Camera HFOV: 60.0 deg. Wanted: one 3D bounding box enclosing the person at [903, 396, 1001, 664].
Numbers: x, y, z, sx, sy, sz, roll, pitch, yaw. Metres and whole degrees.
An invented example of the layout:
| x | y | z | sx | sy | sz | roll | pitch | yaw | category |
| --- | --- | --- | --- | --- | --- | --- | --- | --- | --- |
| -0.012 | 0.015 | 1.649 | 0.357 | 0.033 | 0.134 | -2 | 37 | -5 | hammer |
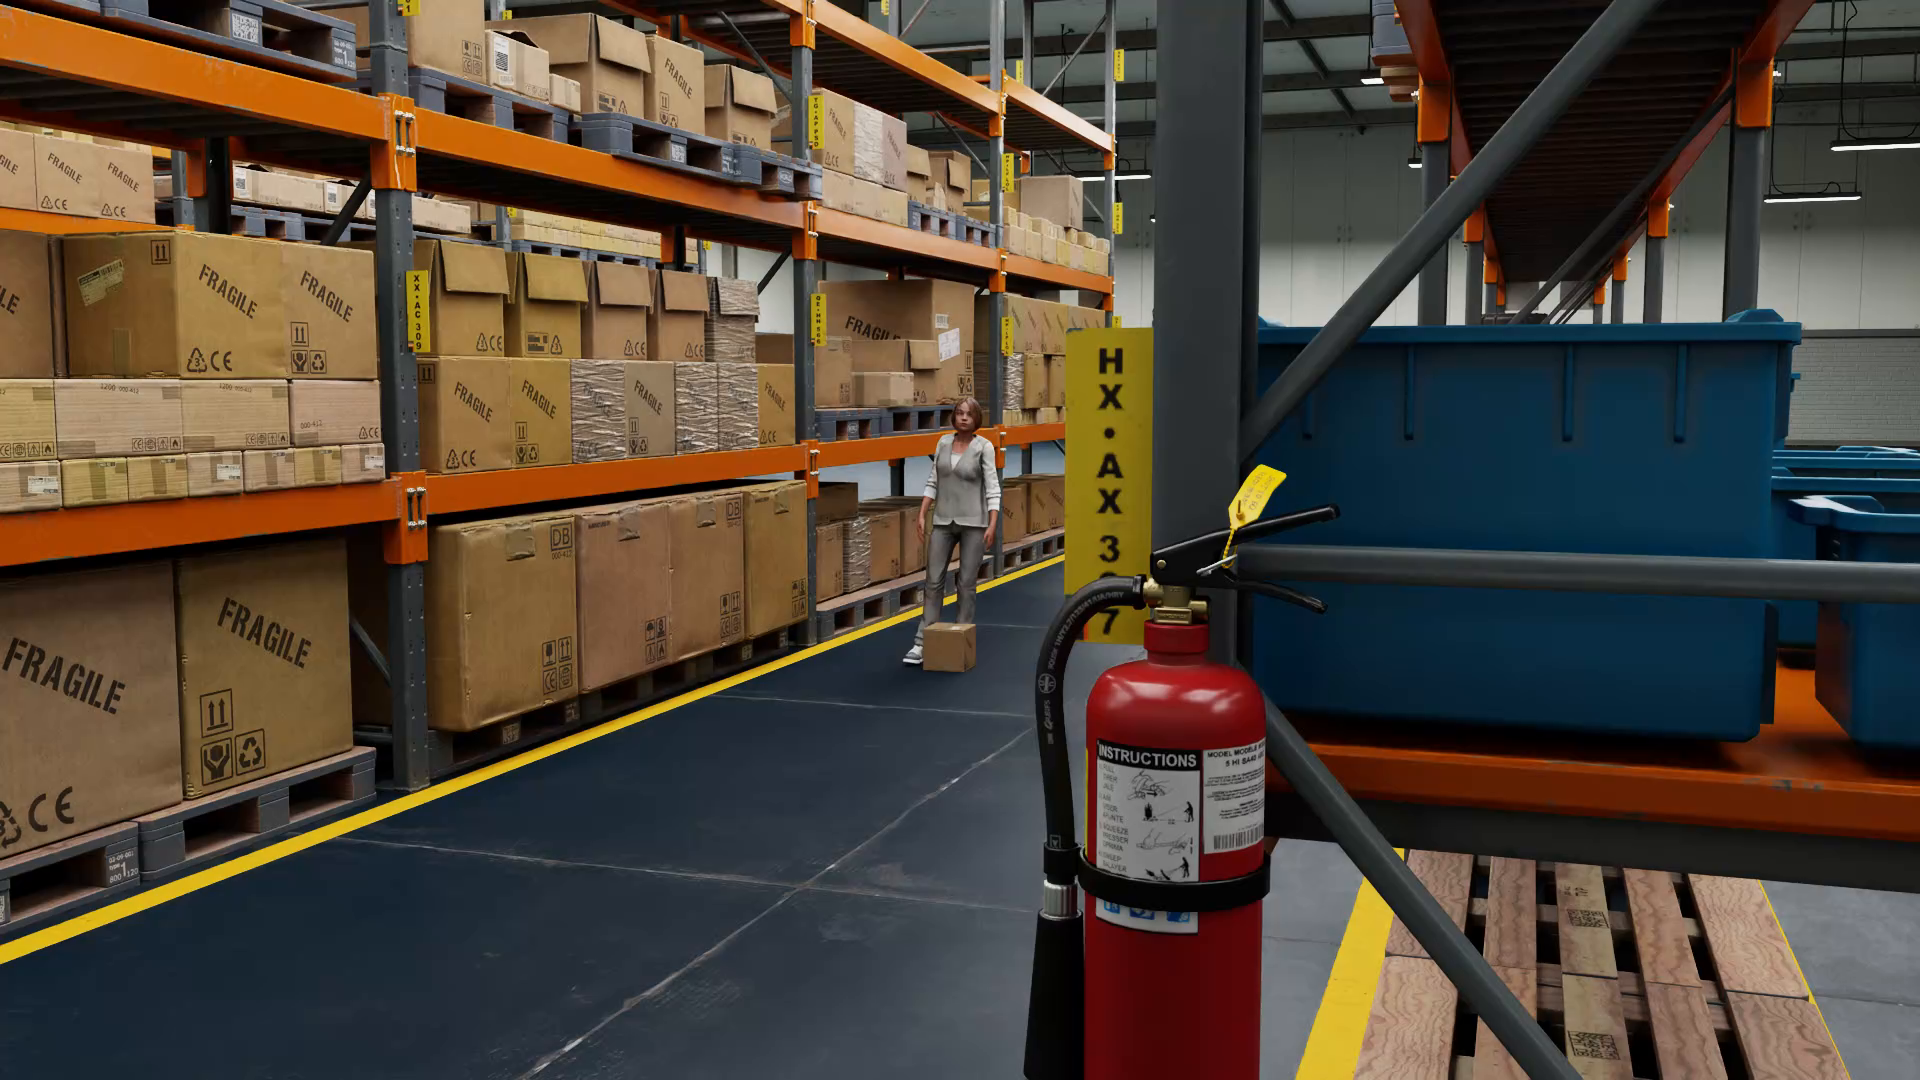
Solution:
| x | y | z | sx | sy | sz | roll | pitch | yaw | category |
| --- | --- | --- | --- | --- | --- | --- | --- | --- | --- |
| -0.037 | -0.056 | 9.983 | 0.519 | 1.591 | 0.474 | 2 | 6 | 19 | person |
